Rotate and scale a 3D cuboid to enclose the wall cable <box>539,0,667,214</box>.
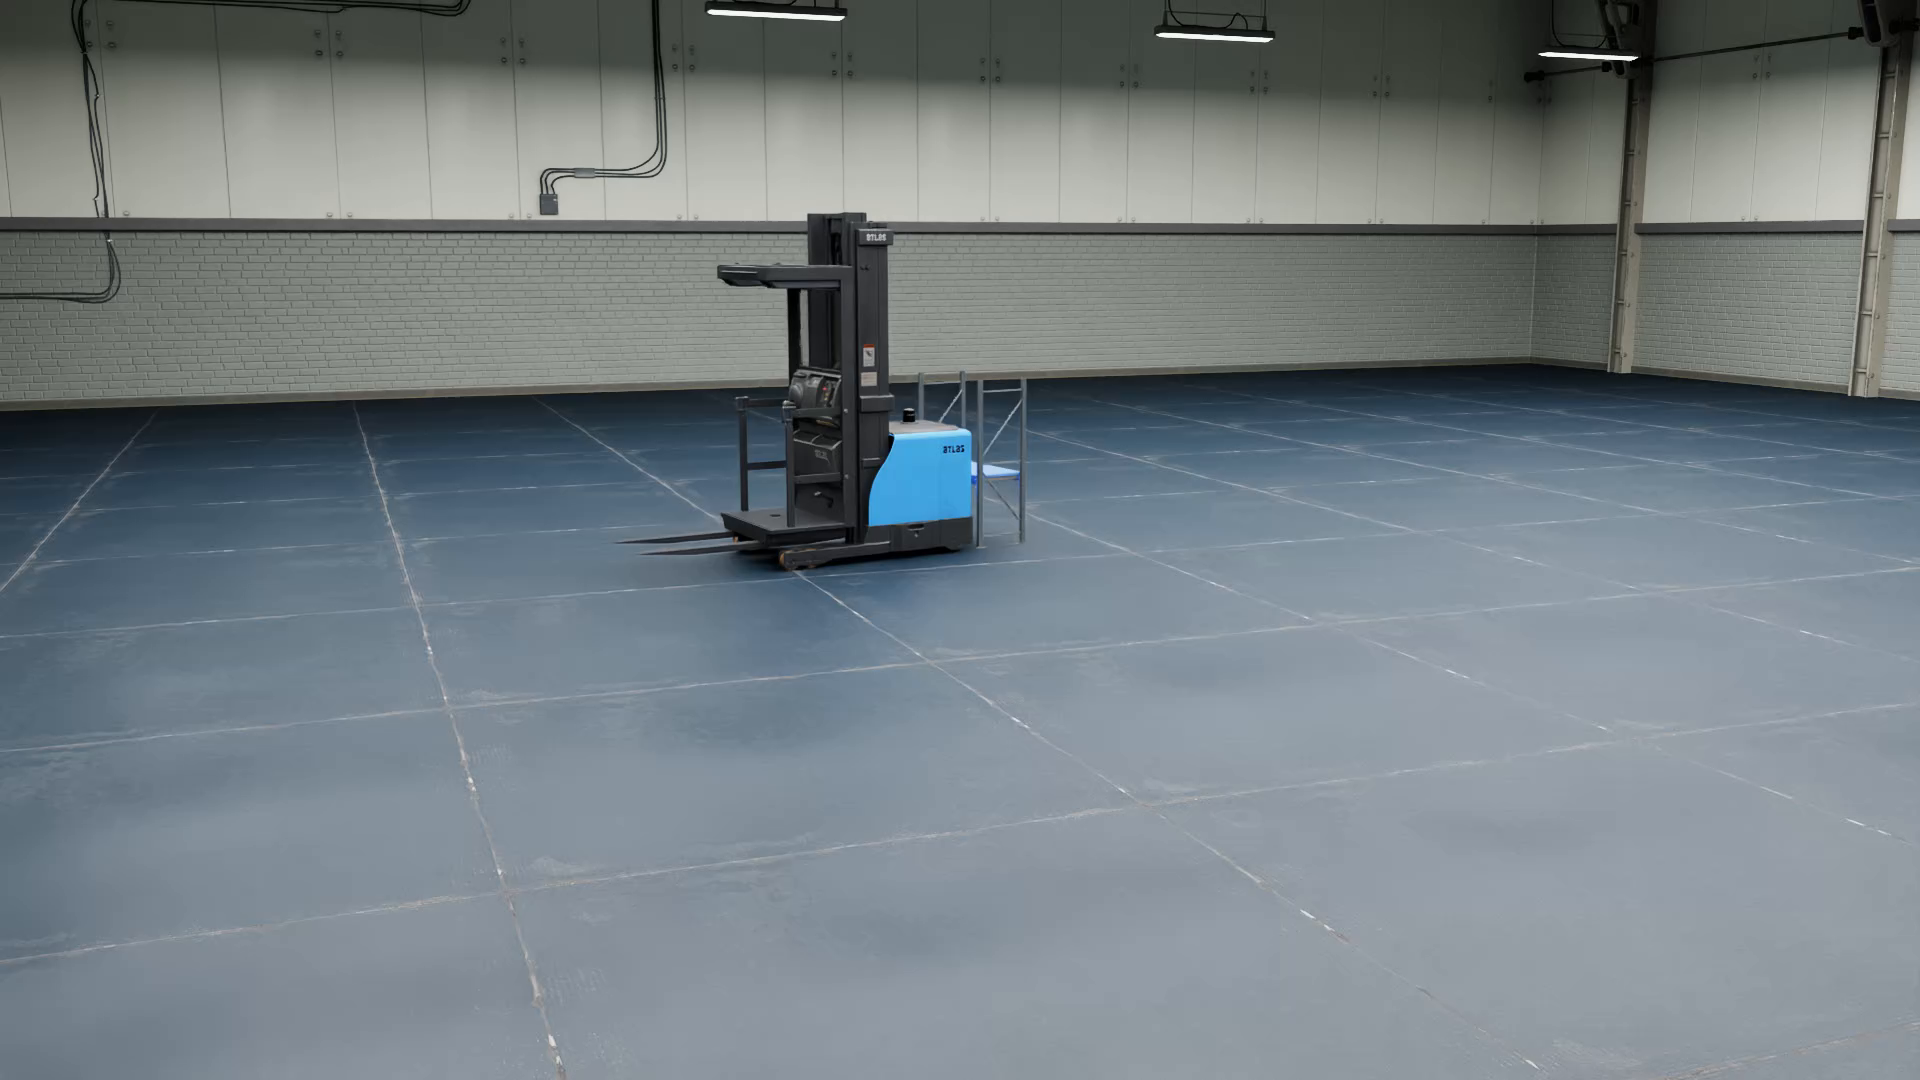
[{"bbox_3d":[-6.376,-8.821,29.436,2.305,6.003,0.169,-4,11,-21],"label":"wall cable"}]

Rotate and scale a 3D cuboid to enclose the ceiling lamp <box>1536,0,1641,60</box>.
[{"bbox_3d":[10.741,-9.910,28.598,2.000,3.185,0.800,-4,11,-21],"label":"ceiling lamp"}]

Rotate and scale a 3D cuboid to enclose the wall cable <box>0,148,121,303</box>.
[{"bbox_3d":[-15.230,-5.018,26.633,3.097,2.526,0.112,-4,11,-21],"label":"wall cable"}]

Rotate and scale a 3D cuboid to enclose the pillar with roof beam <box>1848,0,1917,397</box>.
[{"bbox_3d":[12.126,-6.729,27.383,9.100,9.000,0.548,-4,11,-21],"label":"pillar with roof beam"}]

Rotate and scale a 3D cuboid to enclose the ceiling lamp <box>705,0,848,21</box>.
[{"bbox_3d":[-2.680,-8.996,23.460,2.000,3.185,0.800,-4,11,-21],"label":"ceiling lamp"}]

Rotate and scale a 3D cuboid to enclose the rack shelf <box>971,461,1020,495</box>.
[{"bbox_3d":[0.100,-0.583,15.274,0.538,0.185,1.000,-6,12,-32],"label":"rack shelf"}]

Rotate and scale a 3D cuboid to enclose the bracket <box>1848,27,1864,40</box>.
[{"bbox_3d":[15.658,-8.819,28.858,0.235,0.232,0.430,-4,11,-21],"label":"bracket"}]

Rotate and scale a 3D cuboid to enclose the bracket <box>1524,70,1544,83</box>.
[{"bbox_3d":[12.624,-10.186,36.538,0.235,0.232,0.430,-4,11,-21],"label":"bracket"}]

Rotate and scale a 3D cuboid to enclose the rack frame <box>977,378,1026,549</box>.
[{"bbox_3d":[0.370,-0.685,14.818,0.500,1.500,0.032,-6,12,-32],"label":"rack frame"}]

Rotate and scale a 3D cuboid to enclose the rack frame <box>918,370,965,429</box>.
[{"bbox_3d":[-0.170,-0.836,15.666,0.500,1.500,0.032,-6,12,-32],"label":"rack frame"}]

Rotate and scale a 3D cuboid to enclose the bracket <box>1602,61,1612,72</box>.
[{"bbox_3d":[13.483,-9.799,34.363,0.235,0.232,0.430,-4,11,-21],"label":"bracket"}]

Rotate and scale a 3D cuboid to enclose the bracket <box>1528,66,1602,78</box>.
[{"bbox_3d":[12.839,-10.089,35.996,0.076,0.066,3.189,-4,11,-21],"label":"bracket"}]

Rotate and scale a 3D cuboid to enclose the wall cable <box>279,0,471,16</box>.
[{"bbox_3d":[-9.824,-10.112,27.862,3.097,2.526,0.112,-4,11,-21],"label":"wall cable"}]

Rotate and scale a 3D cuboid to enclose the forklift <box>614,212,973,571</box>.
[{"bbox_3d":[-1.420,-1.294,14.156,3.031,2.935,1.130,-6,12,-29],"label":"forklift"}]

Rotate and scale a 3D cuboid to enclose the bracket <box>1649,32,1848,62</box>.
[{"bbox_3d":[14.718,-9.243,31.238,0.076,0.066,4.783,-4,11,-21],"label":"bracket"}]

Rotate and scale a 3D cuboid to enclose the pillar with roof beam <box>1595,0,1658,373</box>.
[{"bbox_3d":[9.952,-7.708,32.889,9.100,9.000,0.548,-4,11,-21],"label":"pillar with roof beam"}]

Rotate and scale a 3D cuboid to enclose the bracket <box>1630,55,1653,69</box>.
[{"bbox_3d":[13.784,-9.663,33.602,0.235,0.232,0.430,-4,11,-21],"label":"bracket"}]

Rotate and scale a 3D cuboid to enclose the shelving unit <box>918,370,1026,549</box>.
[{"bbox_3d":[0.100,-0.760,15.242,0.538,1.500,1.048,-6,12,-32],"label":"shelving unit"}]

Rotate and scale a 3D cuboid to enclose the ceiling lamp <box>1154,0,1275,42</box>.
[{"bbox_3d":[3.900,-9.444,25.979,2.000,3.185,0.800,-4,11,-21],"label":"ceiling lamp"}]

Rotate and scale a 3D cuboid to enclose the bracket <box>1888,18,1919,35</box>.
[{"bbox_3d":[15.958,-8.684,28.096,0.235,0.232,0.430,-4,11,-21],"label":"bracket"}]

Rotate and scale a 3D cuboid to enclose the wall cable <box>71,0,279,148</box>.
[{"bbox_3d":[-12.708,-7.677,27.156,3.097,2.526,0.112,-4,11,-21],"label":"wall cable"}]

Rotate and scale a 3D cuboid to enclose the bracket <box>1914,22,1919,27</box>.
[{"bbox_3d":[16.892,-8.263,25.732,0.076,0.066,4.783,-4,11,-21],"label":"bracket"}]
